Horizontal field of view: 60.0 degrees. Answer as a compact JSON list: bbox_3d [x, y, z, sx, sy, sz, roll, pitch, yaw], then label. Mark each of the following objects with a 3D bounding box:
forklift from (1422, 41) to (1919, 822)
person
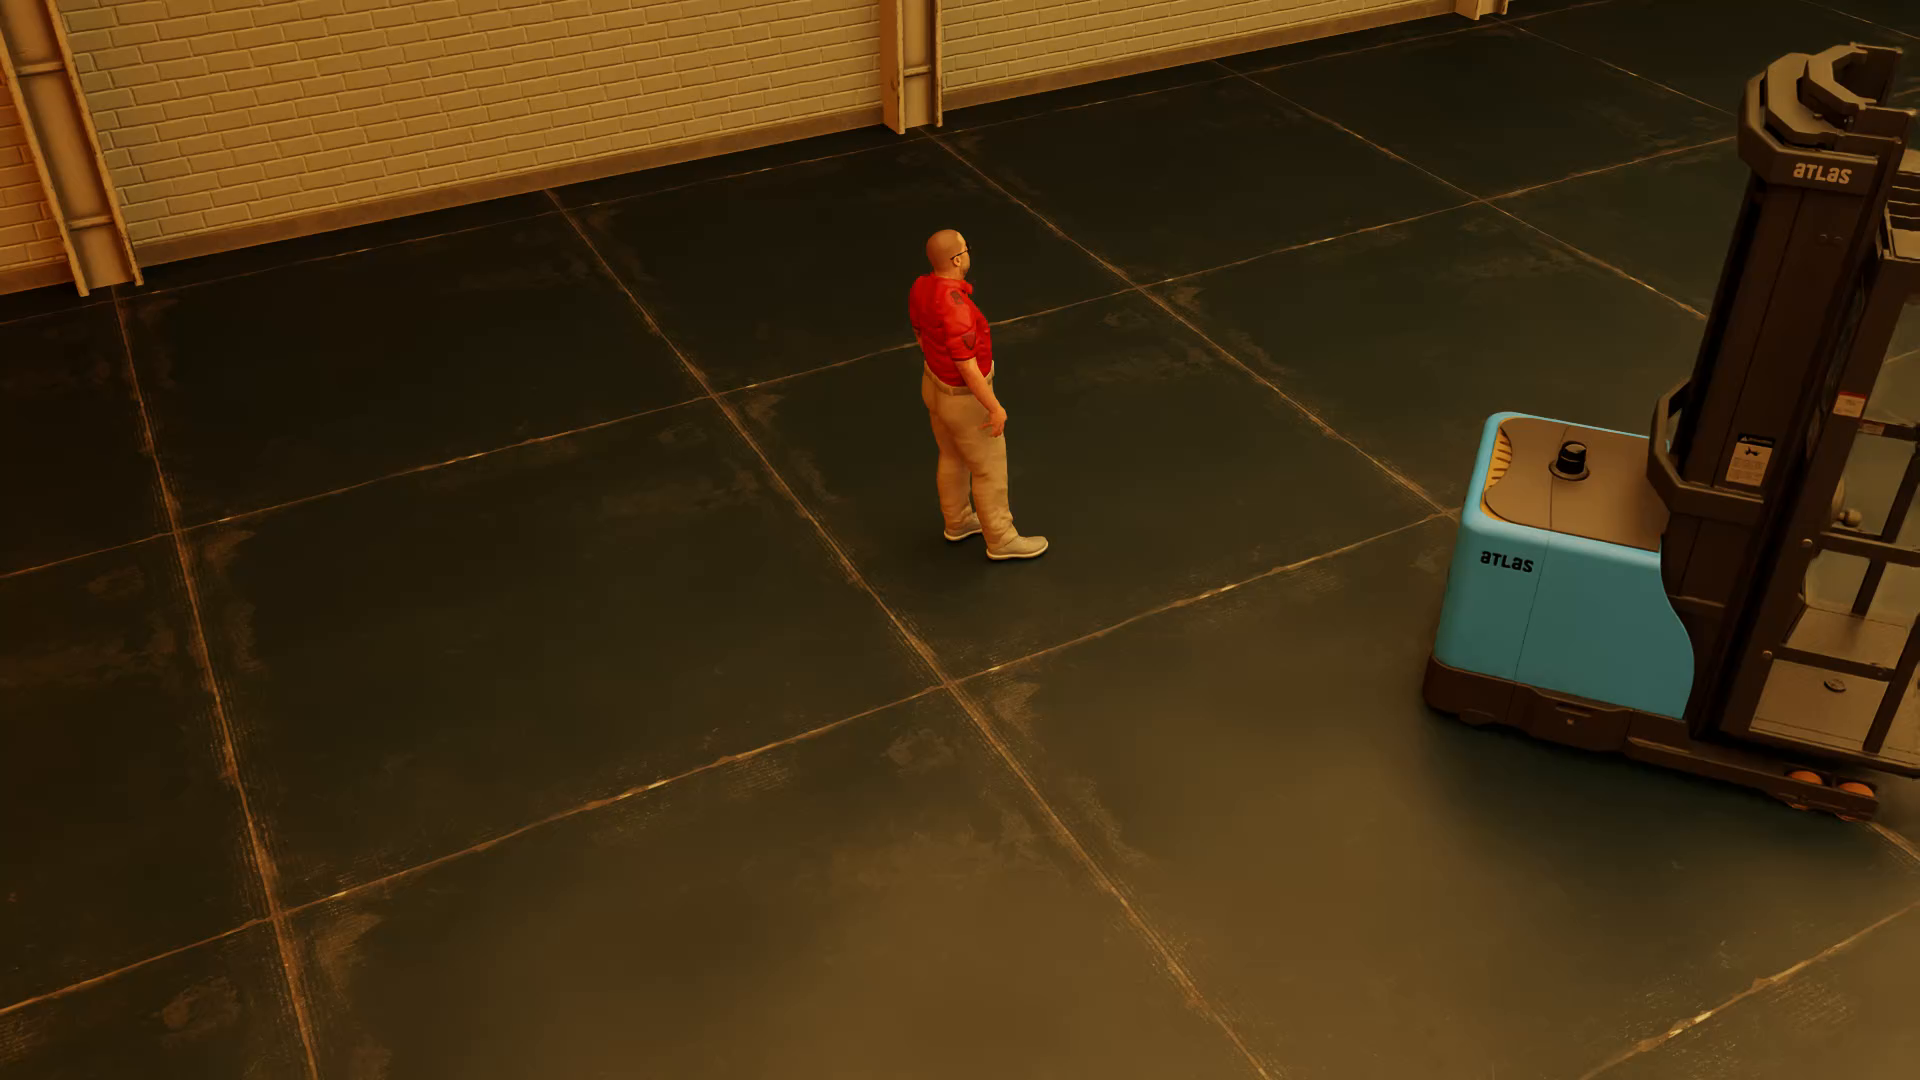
[{"bbox_3d":[3.666,-0.362,6.635,3.031,2.935,1.130,13,37,17],"label":"forklift"},{"bbox_3d":[0.085,-0.731,8.185,0.550,1.728,0.641,-17,39,-23],"label":"person"}]
